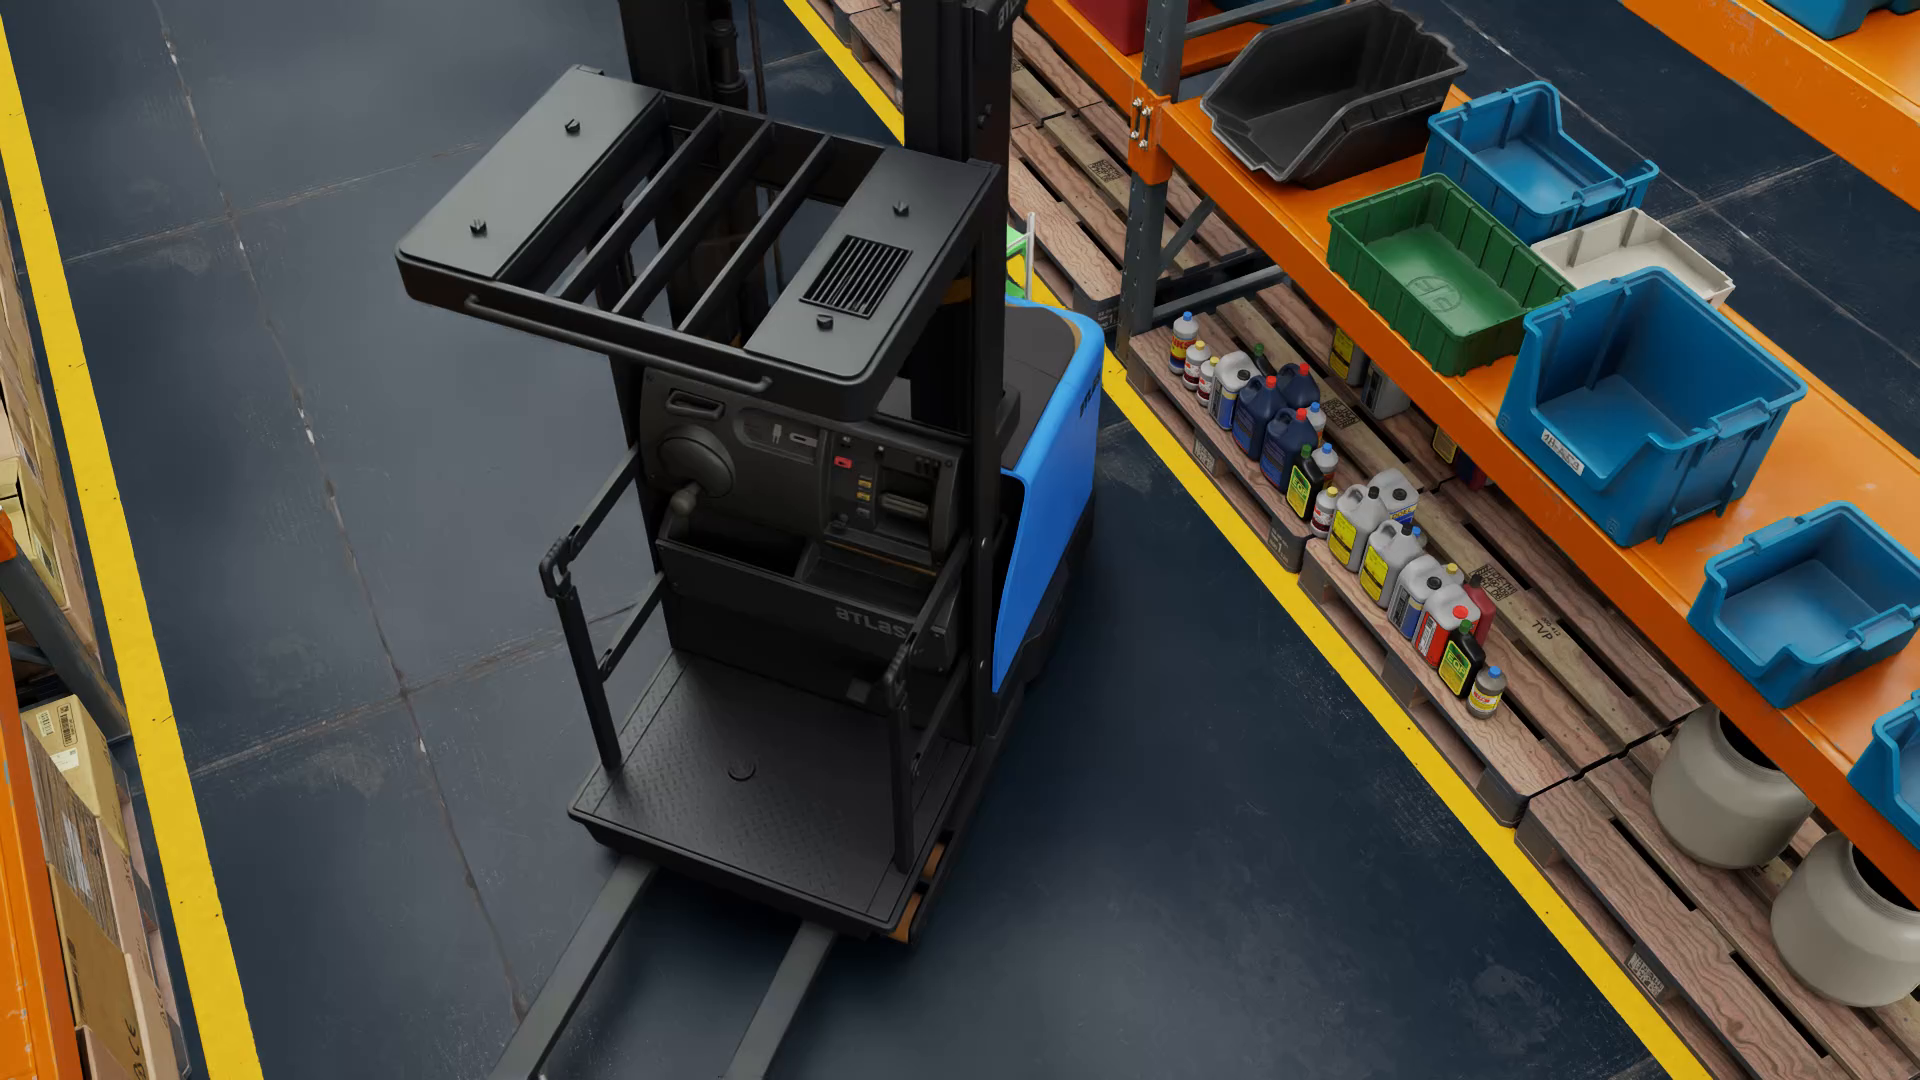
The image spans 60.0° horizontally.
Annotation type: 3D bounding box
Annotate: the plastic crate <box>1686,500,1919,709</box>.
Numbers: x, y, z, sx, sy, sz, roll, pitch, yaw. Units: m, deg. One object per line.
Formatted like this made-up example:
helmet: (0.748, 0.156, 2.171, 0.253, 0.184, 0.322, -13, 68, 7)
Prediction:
plastic crate: (2.157, 0.166, 4.211, 0.499, 0.251, 0.408, -21, 52, -18)

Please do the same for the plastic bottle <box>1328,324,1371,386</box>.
plastic bottle: (1.537, -0.783, 6.410, 0.144, 0.351, 0.185, -21, 52, -18)

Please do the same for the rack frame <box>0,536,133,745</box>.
rack frame: (-3.292, -0.188, 4.422, 1.000, 3.000, 0.127, -21, 52, -18)

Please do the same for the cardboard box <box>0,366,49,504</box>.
cardboard box: (-3.484, -0.305, 5.699, 0.500, 0.311, 0.500, -22, 52, -18)

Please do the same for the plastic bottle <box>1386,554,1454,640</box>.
plastic bottle: (1.560, 0.188, 5.610, 0.152, 0.276, 0.135, -23, 53, -19)

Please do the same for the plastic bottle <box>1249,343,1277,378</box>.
plastic bottle: (1.137, -0.608, 6.301, 0.061, 0.283, 0.133, -21, 52, -18)

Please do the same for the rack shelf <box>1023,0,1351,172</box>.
rack shelf: (0.199, -2.993, 7.353, 1.077, 0.370, 4.000, -21, 52, -18)

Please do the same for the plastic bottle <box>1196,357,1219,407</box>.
plastic bottle: (0.963, -0.615, 6.362, 0.097, 0.201, 0.097, 0, 49, 0)

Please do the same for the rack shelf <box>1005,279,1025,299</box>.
rack shelf: (-0.007, -0.898, 6.004, 0.258, 0.148, 0.480, -36, 58, -27)

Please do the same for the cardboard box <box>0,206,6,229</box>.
cardboard box: (-4.426, -1.486, 7.105, 0.500, 0.250, 0.500, -22, 52, -18)

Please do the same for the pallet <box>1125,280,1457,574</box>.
pallet: (1.384, -0.510, 6.556, 1.003, 0.211, 1.213, -21, 52, -18)

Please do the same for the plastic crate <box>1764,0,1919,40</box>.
plastic crate: (1.804, -1.369, 3.473, 0.392, 0.384, 0.575, -21, 52, -18)

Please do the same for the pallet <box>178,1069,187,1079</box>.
pallet: (-2.403, 2.094, 4.278, 1.003, 0.211, 1.213, -21, 52, -18)

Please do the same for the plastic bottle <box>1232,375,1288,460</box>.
plastic bottle: (1.114, -0.481, 6.146, 0.144, 0.351, 0.185, -20, 52, -17)

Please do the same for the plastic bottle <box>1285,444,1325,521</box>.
plastic bottle: (1.239, -0.208, 5.951, 0.061, 0.283, 0.133, -19, 52, -16)

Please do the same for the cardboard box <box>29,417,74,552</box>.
cardboard box: (-3.489, -0.119, 5.909, 0.500, 0.250, 0.500, -20, 52, -17)

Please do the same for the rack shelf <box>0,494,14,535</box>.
rack shelf: (-4.207, -1.290, 5.863, 1.077, 0.370, 4.000, -21, 52, -18)

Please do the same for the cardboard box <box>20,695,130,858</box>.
cardboard box: (-2.885, 0.814, 5.093, 0.500, 0.250, 0.500, -21, 52, -18)

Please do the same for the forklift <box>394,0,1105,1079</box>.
forklift: (-0.524, -0.087, 4.379, 1.130, 2.935, 3.031, 17, 51, 14)

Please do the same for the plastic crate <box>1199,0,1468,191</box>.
plastic crate: (1.241, -1.477, 5.590, 0.767, 0.338, 0.504, -21, 52, -18)

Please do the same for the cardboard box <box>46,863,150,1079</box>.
cardboard box: (-2.435, 1.239, 4.223, 0.500, 0.500, 0.500, -21, 52, -18)

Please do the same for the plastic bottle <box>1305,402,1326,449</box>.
plastic bottle: (1.288, -0.400, 6.127, 0.097, 0.271, 0.097, 0, 49, 0)

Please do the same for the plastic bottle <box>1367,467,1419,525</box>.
plastic bottle: (1.516, -0.114, 5.874, 0.152, 0.276, 0.135, -21, 52, -18)

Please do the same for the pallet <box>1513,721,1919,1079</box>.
pallet: (2.501, 1.123, 5.127, 1.003, 0.211, 1.213, -21, 52, -18)

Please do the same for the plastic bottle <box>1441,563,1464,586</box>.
plastic bottle: (1.662, 0.157, 5.686, 0.097, 0.201, 0.097, 0, 49, 0)

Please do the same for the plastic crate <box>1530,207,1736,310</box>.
plastic crate: (2.082, -0.805, 5.137, 0.530, 0.136, 0.437, -21, 52, -18)

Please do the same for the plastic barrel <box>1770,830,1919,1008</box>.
plastic barrel: (2.575, 1.052, 4.711, 0.421, 0.512, 0.421, 0, 49, 0)

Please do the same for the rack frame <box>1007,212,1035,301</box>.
rack frame: (0.161, -0.649, 6.021, 0.240, 1.200, 0.015, -36, 58, -27)

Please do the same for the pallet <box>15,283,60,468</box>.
pallet: (-4.226, -0.567, 6.606, 1.003, 0.211, 1.213, -21, 52, -18)

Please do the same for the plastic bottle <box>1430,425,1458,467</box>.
plastic bottle: (1.821, -0.413, 6.131, 0.061, 0.283, 0.133, -21, 52, -18)

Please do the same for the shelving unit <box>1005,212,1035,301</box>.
shelving unit: (-0.007, -0.782, 6.137, 0.258, 1.200, 0.503, -36, 58, -27)

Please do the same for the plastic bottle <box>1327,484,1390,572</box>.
plastic bottle: (1.395, -0.070, 5.786, 0.144, 0.351, 0.185, -22, 52, -18)

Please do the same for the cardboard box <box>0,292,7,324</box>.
cardboard box: (-3.964, -0.997, 6.304, 0.500, 0.311, 0.500, -20, 52, -17)

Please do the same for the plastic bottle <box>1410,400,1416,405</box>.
plastic bottle: (1.753, -0.704, 6.341, 0.144, 0.351, 0.185, -24, 53, -19)

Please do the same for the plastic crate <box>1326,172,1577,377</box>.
plastic crate: (1.484, -0.816, 5.112, 0.450, 0.188, 0.662, -21, 52, -18)

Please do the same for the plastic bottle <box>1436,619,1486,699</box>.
plastic bottle: (1.645, 0.385, 5.433, 0.061, 0.283, 0.133, -20, 52, -17)

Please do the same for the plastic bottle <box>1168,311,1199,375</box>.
plastic bottle: (0.870, -0.774, 6.455, 0.097, 0.271, 0.097, 0, 49, 0)

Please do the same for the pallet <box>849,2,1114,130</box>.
pallet: (0.158, -2.304, 8.124, 1.003, 0.211, 1.213, -21, 52, -18)

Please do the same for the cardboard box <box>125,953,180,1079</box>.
cardboard box: (-2.424, 1.482, 4.509, 0.500, 0.250, 0.500, -21, 52, -18)

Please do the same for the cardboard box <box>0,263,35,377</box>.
cardboard box: (-3.960, -0.805, 6.509, 0.500, 0.250, 0.500, -20, 52, -17)
